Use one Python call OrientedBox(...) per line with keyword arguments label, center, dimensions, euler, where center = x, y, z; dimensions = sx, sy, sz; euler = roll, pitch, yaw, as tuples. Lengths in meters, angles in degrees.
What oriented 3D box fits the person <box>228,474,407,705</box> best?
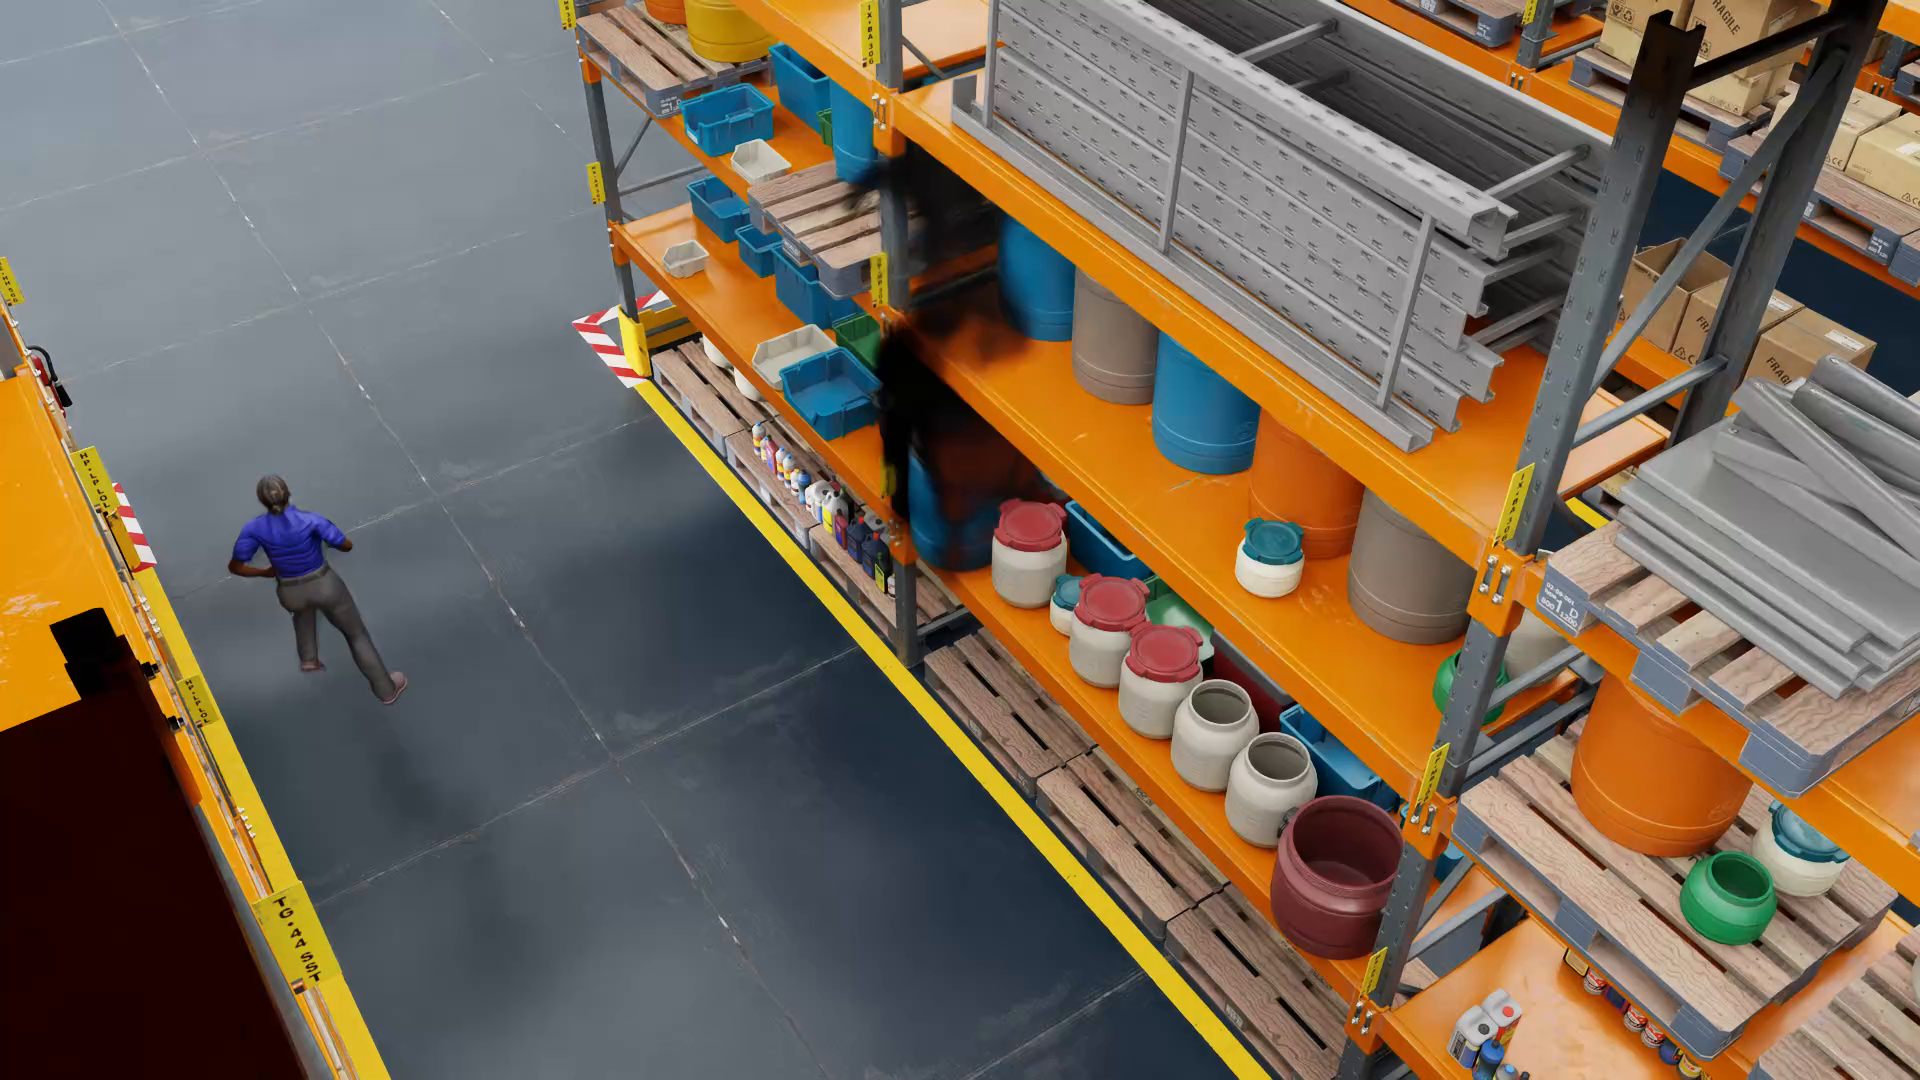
OrientedBox(label="person", center=(-3.845, 0.302, 9.876), dimensions=(0.750, 1.626, 0.640), euler=(-10, 44, -10))
